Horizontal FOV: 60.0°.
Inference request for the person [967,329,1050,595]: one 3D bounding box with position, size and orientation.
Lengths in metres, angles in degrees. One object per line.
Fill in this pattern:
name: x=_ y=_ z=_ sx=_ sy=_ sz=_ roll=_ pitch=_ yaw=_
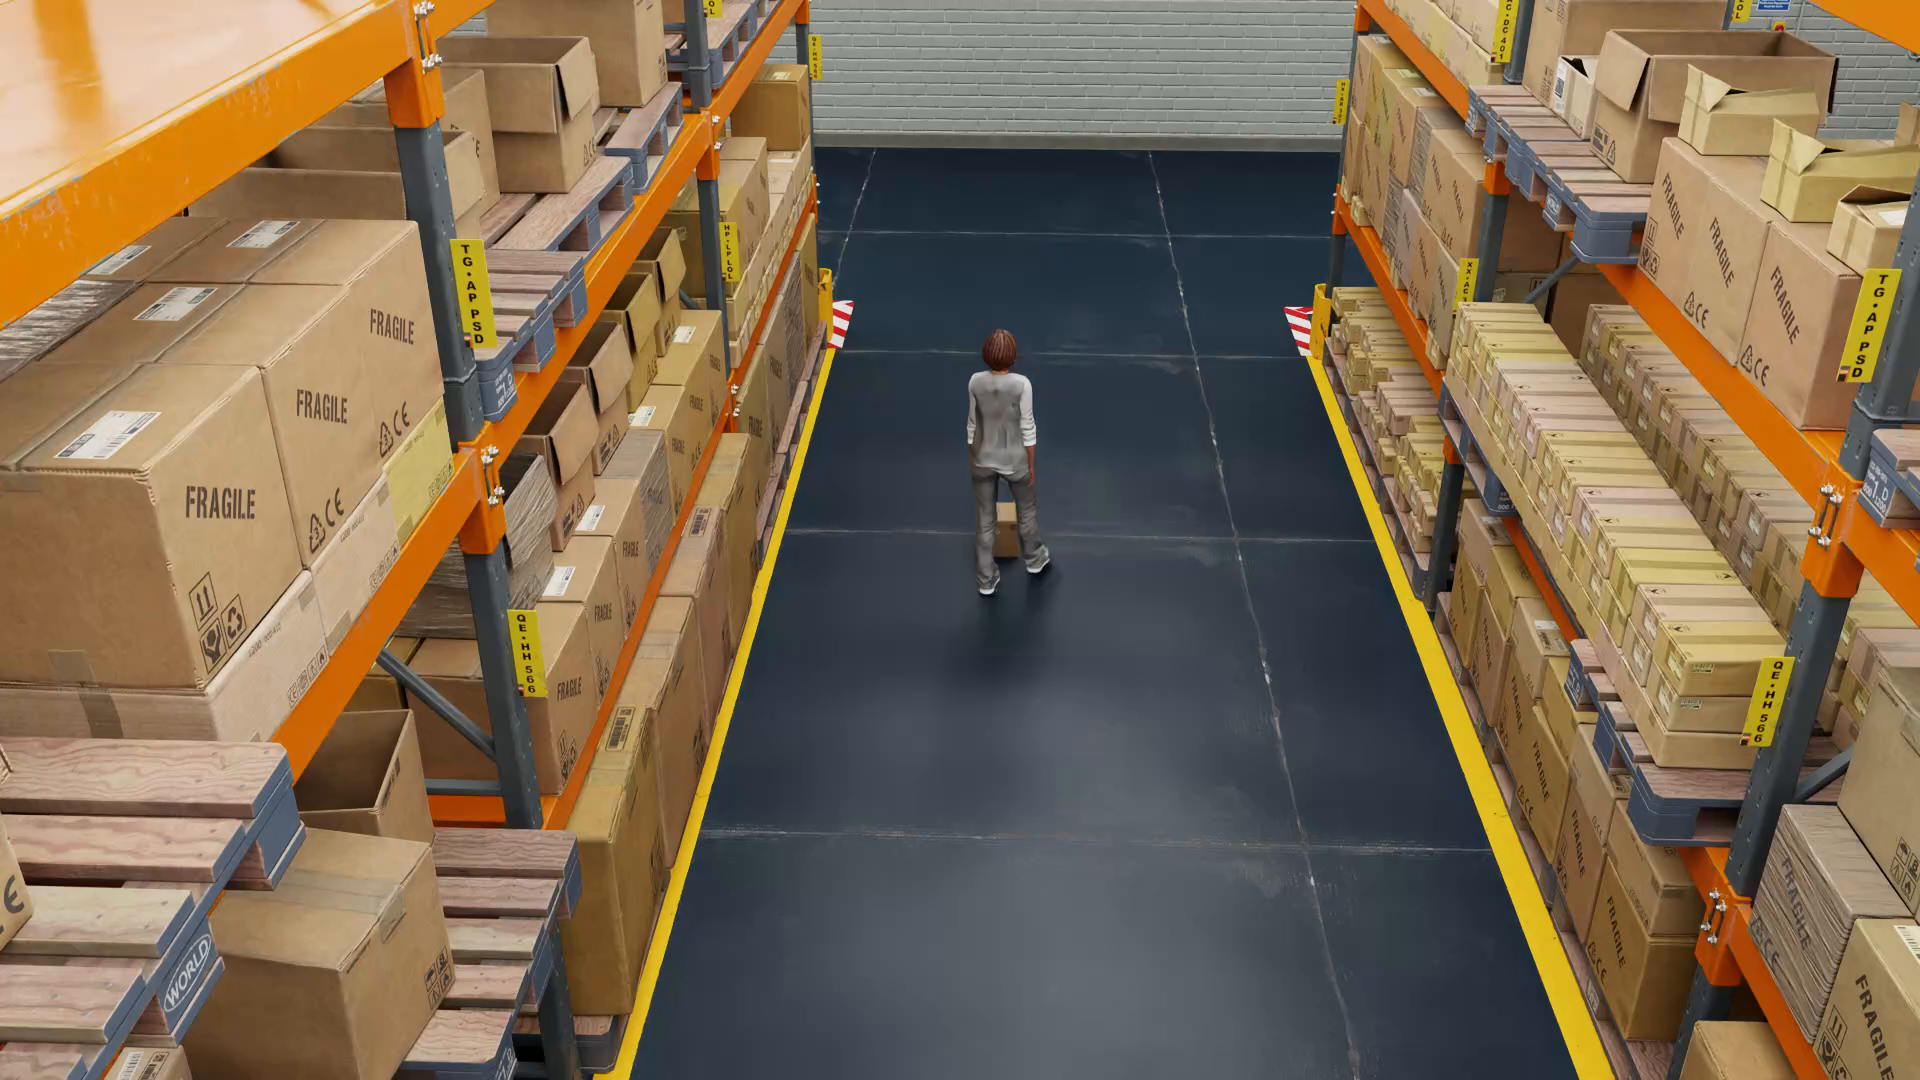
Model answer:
person: x=0.278 y=-0.478 z=9.513 sx=0.456 sy=1.581 sz=0.572 roll=5 pitch=29 yaw=10
